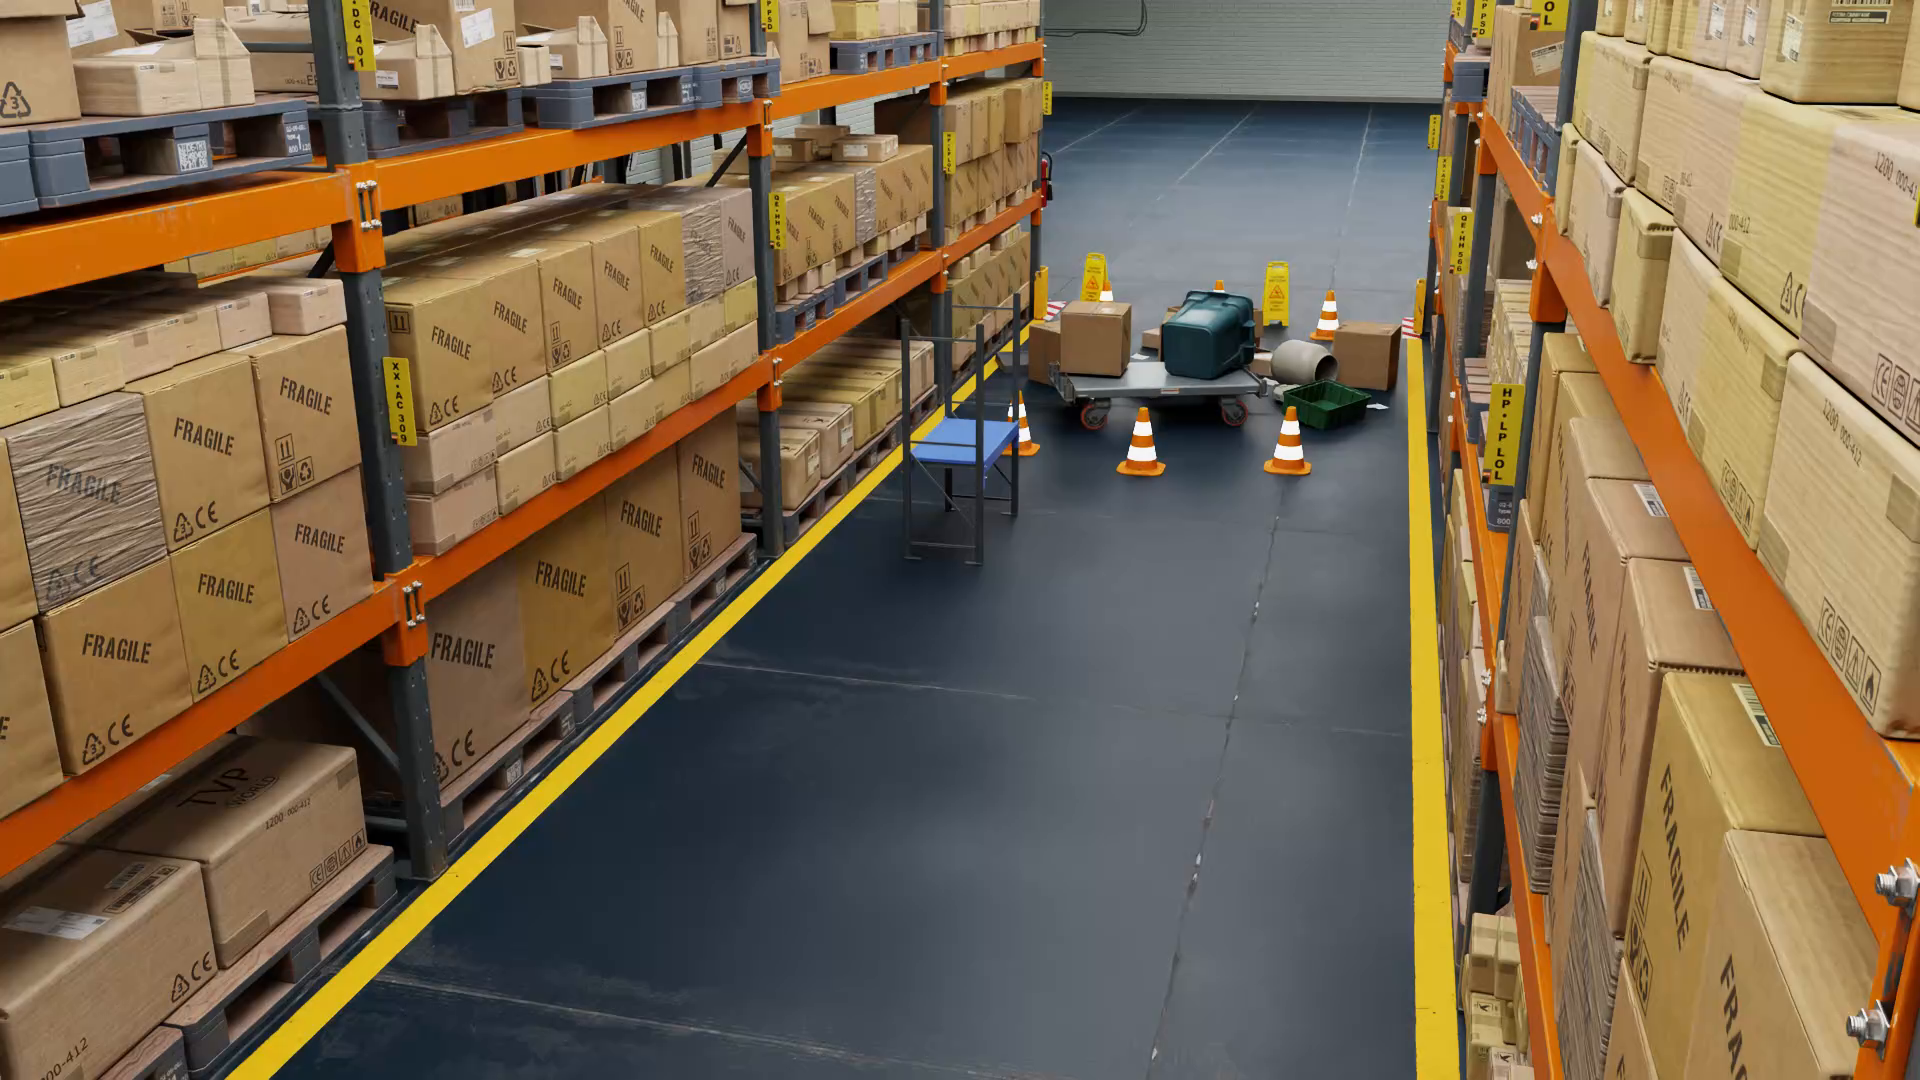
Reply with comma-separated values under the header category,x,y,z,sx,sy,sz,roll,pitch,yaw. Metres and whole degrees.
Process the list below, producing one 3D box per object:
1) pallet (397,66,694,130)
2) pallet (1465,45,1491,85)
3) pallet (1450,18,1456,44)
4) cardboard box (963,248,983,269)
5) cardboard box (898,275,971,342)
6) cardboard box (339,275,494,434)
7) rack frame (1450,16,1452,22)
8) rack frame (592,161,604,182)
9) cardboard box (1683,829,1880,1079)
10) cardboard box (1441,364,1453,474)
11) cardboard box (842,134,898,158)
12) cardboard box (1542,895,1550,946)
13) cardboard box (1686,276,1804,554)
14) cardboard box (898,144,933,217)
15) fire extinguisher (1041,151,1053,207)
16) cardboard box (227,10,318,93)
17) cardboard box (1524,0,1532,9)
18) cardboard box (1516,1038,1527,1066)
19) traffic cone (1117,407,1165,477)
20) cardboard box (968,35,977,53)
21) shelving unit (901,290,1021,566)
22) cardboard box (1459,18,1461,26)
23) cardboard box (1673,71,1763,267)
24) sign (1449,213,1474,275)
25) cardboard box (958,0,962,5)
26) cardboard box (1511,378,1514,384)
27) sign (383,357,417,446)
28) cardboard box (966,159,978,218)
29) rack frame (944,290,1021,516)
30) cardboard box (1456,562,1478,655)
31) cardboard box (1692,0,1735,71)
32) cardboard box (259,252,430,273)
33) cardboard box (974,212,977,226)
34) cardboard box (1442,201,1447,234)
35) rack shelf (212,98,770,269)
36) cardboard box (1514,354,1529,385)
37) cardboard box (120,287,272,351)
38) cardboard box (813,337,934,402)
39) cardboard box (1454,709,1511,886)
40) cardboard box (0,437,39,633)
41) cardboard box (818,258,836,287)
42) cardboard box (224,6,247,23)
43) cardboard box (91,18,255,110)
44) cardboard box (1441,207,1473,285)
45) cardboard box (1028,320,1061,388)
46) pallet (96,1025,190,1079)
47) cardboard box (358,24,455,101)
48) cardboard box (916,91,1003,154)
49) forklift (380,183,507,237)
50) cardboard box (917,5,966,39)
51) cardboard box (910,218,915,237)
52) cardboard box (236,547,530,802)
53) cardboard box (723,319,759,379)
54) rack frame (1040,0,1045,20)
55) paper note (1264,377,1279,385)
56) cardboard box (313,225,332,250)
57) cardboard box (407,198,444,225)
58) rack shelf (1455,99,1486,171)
category,x,y,z,sx,sy,sz,roll,pitch,yaw
pallet,-1.978,-2.127,7.924,1.003,0.211,1.213,6,20,16
pallet,3.599,-2.881,10.132,1.003,0.211,1.213,6,20,16
pallet,5.007,-4.646,15.144,1.003,0.211,1.213,5,19,13
cardboard box,-0.006,-2.526,14.881,0.380,0.149,0.250,5,20,15
cardboard box,-0.218,-2.023,14.413,0.500,0.500,0.500,6,20,16
cardboard box,-2.193,-0.735,6.498,0.500,0.500,0.500,5,19,14
rack frame,5.178,-6.340,15.328,1.000,3.000,0.127,5,19,13
rack frame,-4.461,-4.251,18.494,1.000,3.000,0.127,5,19,13
cardboard box,1.139,0.689,1.867,0.500,0.500,0.500,4,19,12
cardboard box,3.897,-0.878,11.448,1.050,0.750,0.750,5,19,13
cardboard box,-0.674,-2.921,12.331,0.380,0.149,0.250,4,19,12
cardboard box,1.585,0.858,3.923,0.380,0.149,0.250,6,20,16
cardboard box,1.241,-0.159,2.103,0.500,0.250,0.500,5,19,13
cardboard box,-0.515,-2.831,13.070,0.500,0.500,0.500,4,19,12
fire extinguisher,0.828,-3.823,17.361,0.296,0.674,0.183,5,19,13
cardboard box,-2.567,-1.968,6.657,0.500,0.311,0.500,5,19,13
cardboard box,2.707,-2.473,7.308,0.396,0.266,0.258,5,19,13
cardboard box,1.848,1.523,4.888,0.380,0.149,0.250,5,19,13
traffic cone,1.329,-0.737,12.130,0.336,0.463,0.334,5,19,13
cardboard box,-0.063,-4.308,14.408,0.380,0.149,0.250,4,19,12
shelving unit,0.021,-0.736,10.523,0.538,1.500,1.048,5,19,13
cardboard box,4.102,-4.094,12.976,0.380,0.149,0.250,5,19,14
cardboard box,1.386,-0.557,2.495,0.500,0.250,0.500,5,19,14
sign,2.684,-1.585,8.895,0.100,0.325,0.005,5,19,13
cardboard box,-0.196,-4.442,13.565,0.380,0.149,0.250,5,20,15
cardboard box,2.535,-0.590,7.054,0.380,0.149,0.250,5,20,15
sign,-2.040,-0.503,6.058,0.100,0.325,0.005,5,19,13
cardboard box,-0.146,-3.070,14.420,0.500,0.500,0.500,5,19,13
rack frame,0.145,-0.896,10.990,0.500,1.500,0.032,5,19,13
cardboard box,2.437,0.309,7.200,0.500,0.250,0.500,4,19,11
cardboard box,1.462,-0.868,2.790,0.380,0.149,0.250,4,19,12
cardboard box,-2.594,-0.943,7.105,0.500,0.500,0.500,5,19,14
cardboard box,-0.061,-2.891,14.900,0.380,0.149,0.250,5,19,13
cardboard box,4.670,-2.943,14.432,0.875,0.550,0.500,5,19,13
rack shelf,-2.090,-1.805,7.805,1.077,0.370,4.000,5,19,13
cardboard box,2.474,-0.651,6.772,0.380,0.149,0.250,4,19,11
cardboard box,-2.515,-0.731,5.482,0.380,0.149,0.250,5,20,15
cardboard box,-0.750,-1.397,13.554,0.950,0.372,0.625,5,19,14
cardboard box,2.182,0.992,6.360,0.500,0.500,0.500,4,19,12
cardboard box,-2.804,0.025,4.272,0.500,0.500,0.500,5,19,14
cardboard box,-1.041,-1.773,10.976,0.380,0.149,0.250,5,19,14
cardboard box,-5.601,-3.934,12.508,0.380,0.149,0.250,4,19,13
cardboard box,-2.425,-1.476,5.131,0.396,0.266,0.258,5,20,15
cardboard box,3.811,-2.151,12.191,0.500,0.500,0.500,5,19,14
cardboard box,0.957,-1.654,14.751,0.500,0.500,0.500,-13,23,-34
pallet,-3.137,1.836,4.986,1.003,0.211,1.213,5,19,13
cardboard box,-2.117,-1.783,6.185,0.396,0.266,0.258,4,19,13
cardboard box,-0.012,-3.703,14.725,0.700,0.500,0.500,4,19,12
forklift,-3.806,-1.796,11.412,3.031,2.935,1.130,17,25,41
cardboard box,-0.251,-4.212,13.511,0.500,0.250,0.500,4,19,12
cardboard box,-0.564,-2.422,12.878,0.380,0.149,0.250,4,19,12
cardboard box,-2.505,0.507,7.201,0.875,0.875,0.875,5,20,15
cardboard box,-1.473,-1.103,9.509,0.500,0.250,0.500,4,19,11
rack frame,0.353,-6.700,16.380,1.000,3.000,0.127,5,19,13
paper note,2.758,-1.409,14.778,0.172,0.023,0.155,12,22,32
cardboard box,-5.425,-2.590,13.862,0.500,0.250,0.500,5,19,13
cardboard box,-5.077,-3.163,15.154,0.500,0.500,0.500,4,19,12
rack shelf,3.712,-2.700,10.424,1.077,0.370,4.000,5,19,13
